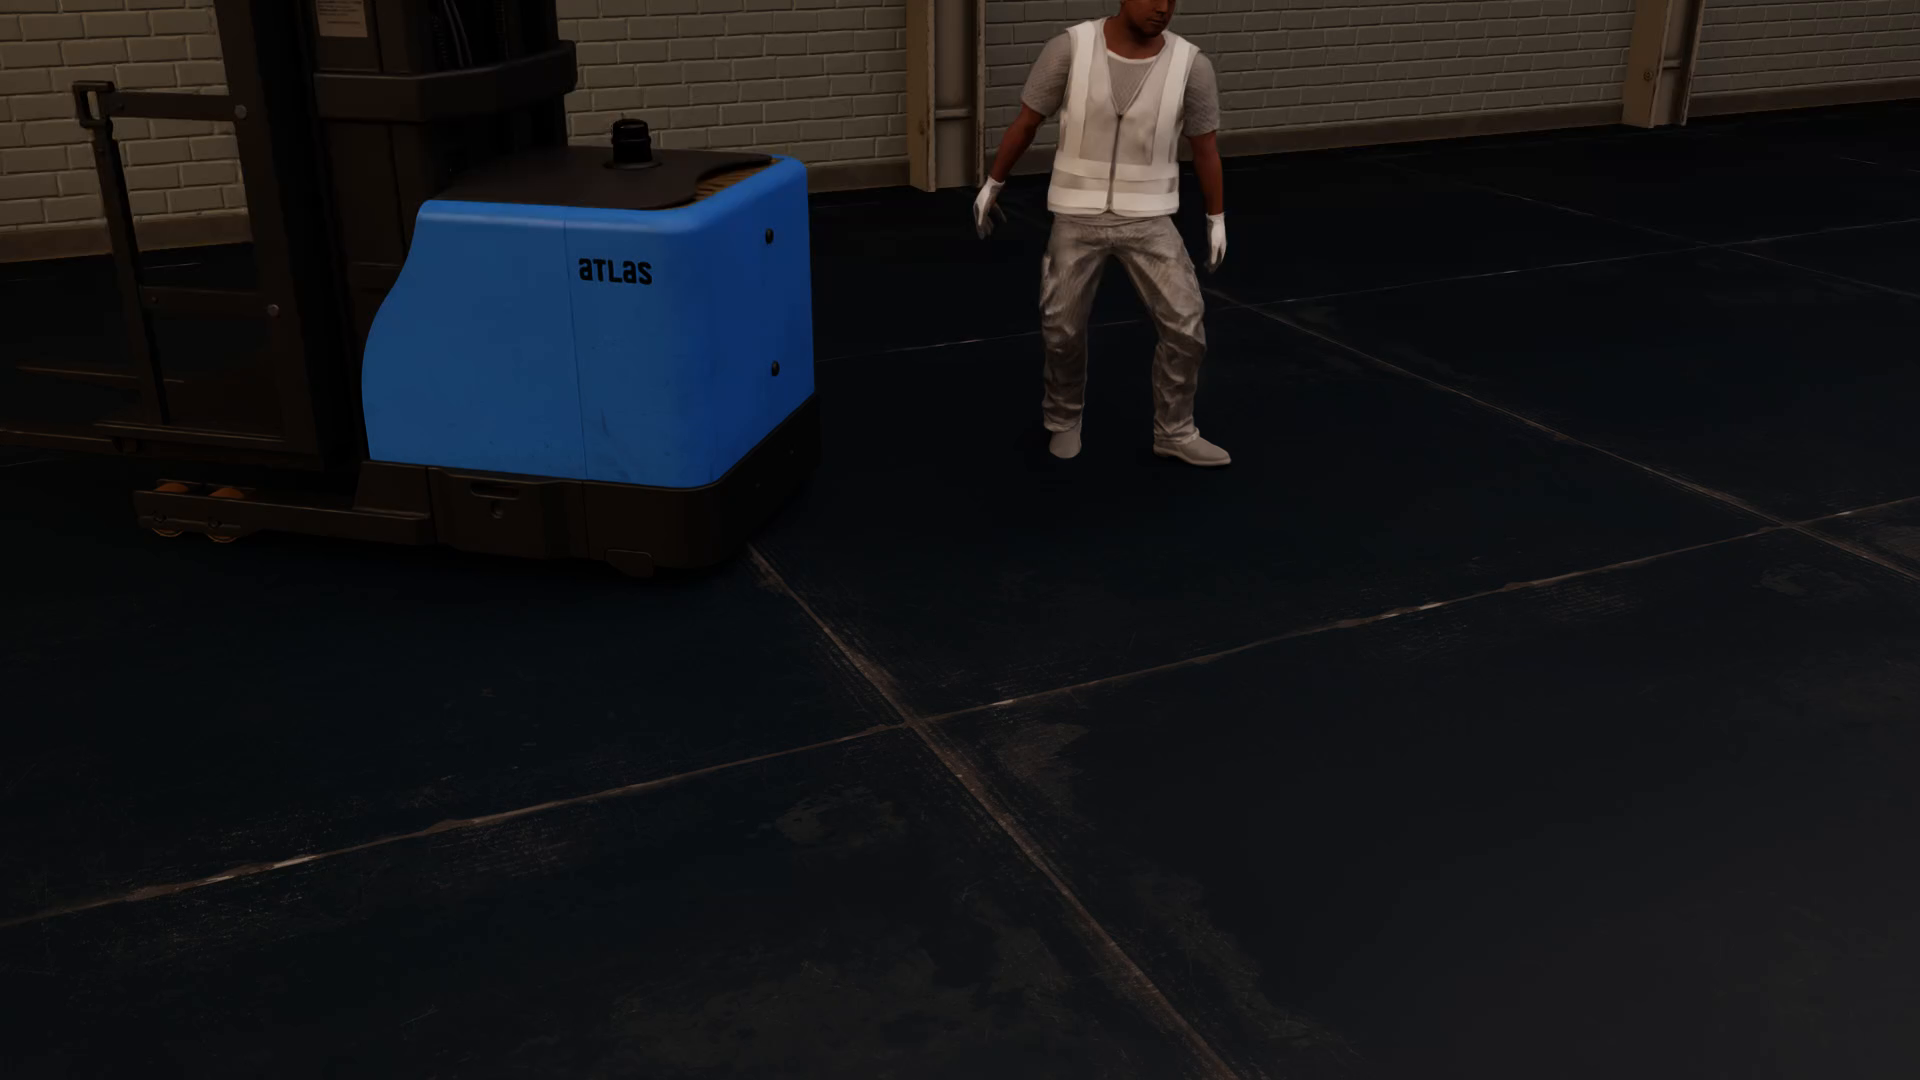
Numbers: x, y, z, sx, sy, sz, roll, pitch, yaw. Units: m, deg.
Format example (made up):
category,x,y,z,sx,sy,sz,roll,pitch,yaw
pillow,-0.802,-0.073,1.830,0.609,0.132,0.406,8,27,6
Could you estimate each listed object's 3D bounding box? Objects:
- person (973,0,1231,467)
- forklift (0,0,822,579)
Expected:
category,x,y,z,sx,sy,sz,roll,pitch,yaw
person,0.489,-1.070,5.505,0.907,1.753,0.484,3,23,7
forklift,-2.038,-1.533,4.976,3.031,2.935,1.130,6,23,13
